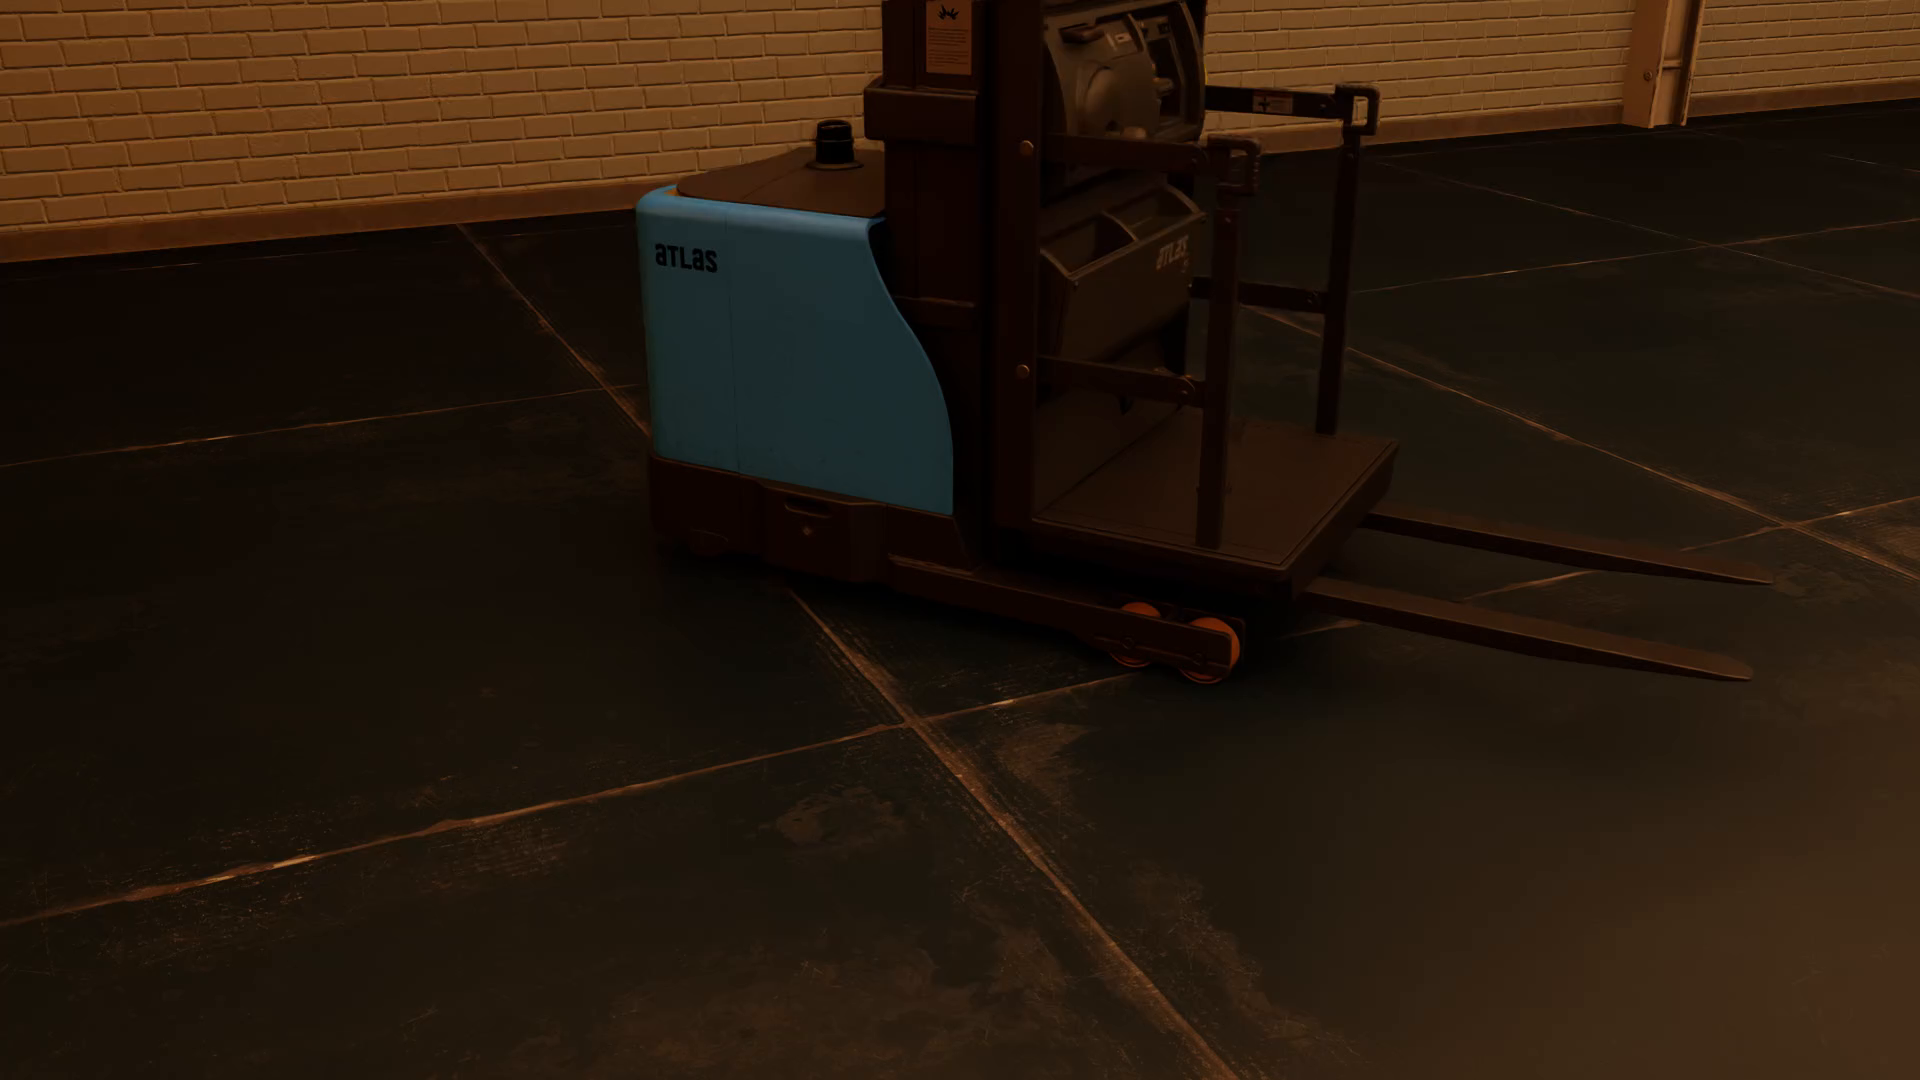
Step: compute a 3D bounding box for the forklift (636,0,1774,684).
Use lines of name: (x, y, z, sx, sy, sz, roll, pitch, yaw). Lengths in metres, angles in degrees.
forklift: (0.618, -1.220, 4.223, 3.031, 2.935, 1.130, 12, 25, 26)

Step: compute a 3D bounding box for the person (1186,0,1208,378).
person: (0.702, -1.253, 5.857, 0.421, 1.739, 0.824, 2, 23, 5)
